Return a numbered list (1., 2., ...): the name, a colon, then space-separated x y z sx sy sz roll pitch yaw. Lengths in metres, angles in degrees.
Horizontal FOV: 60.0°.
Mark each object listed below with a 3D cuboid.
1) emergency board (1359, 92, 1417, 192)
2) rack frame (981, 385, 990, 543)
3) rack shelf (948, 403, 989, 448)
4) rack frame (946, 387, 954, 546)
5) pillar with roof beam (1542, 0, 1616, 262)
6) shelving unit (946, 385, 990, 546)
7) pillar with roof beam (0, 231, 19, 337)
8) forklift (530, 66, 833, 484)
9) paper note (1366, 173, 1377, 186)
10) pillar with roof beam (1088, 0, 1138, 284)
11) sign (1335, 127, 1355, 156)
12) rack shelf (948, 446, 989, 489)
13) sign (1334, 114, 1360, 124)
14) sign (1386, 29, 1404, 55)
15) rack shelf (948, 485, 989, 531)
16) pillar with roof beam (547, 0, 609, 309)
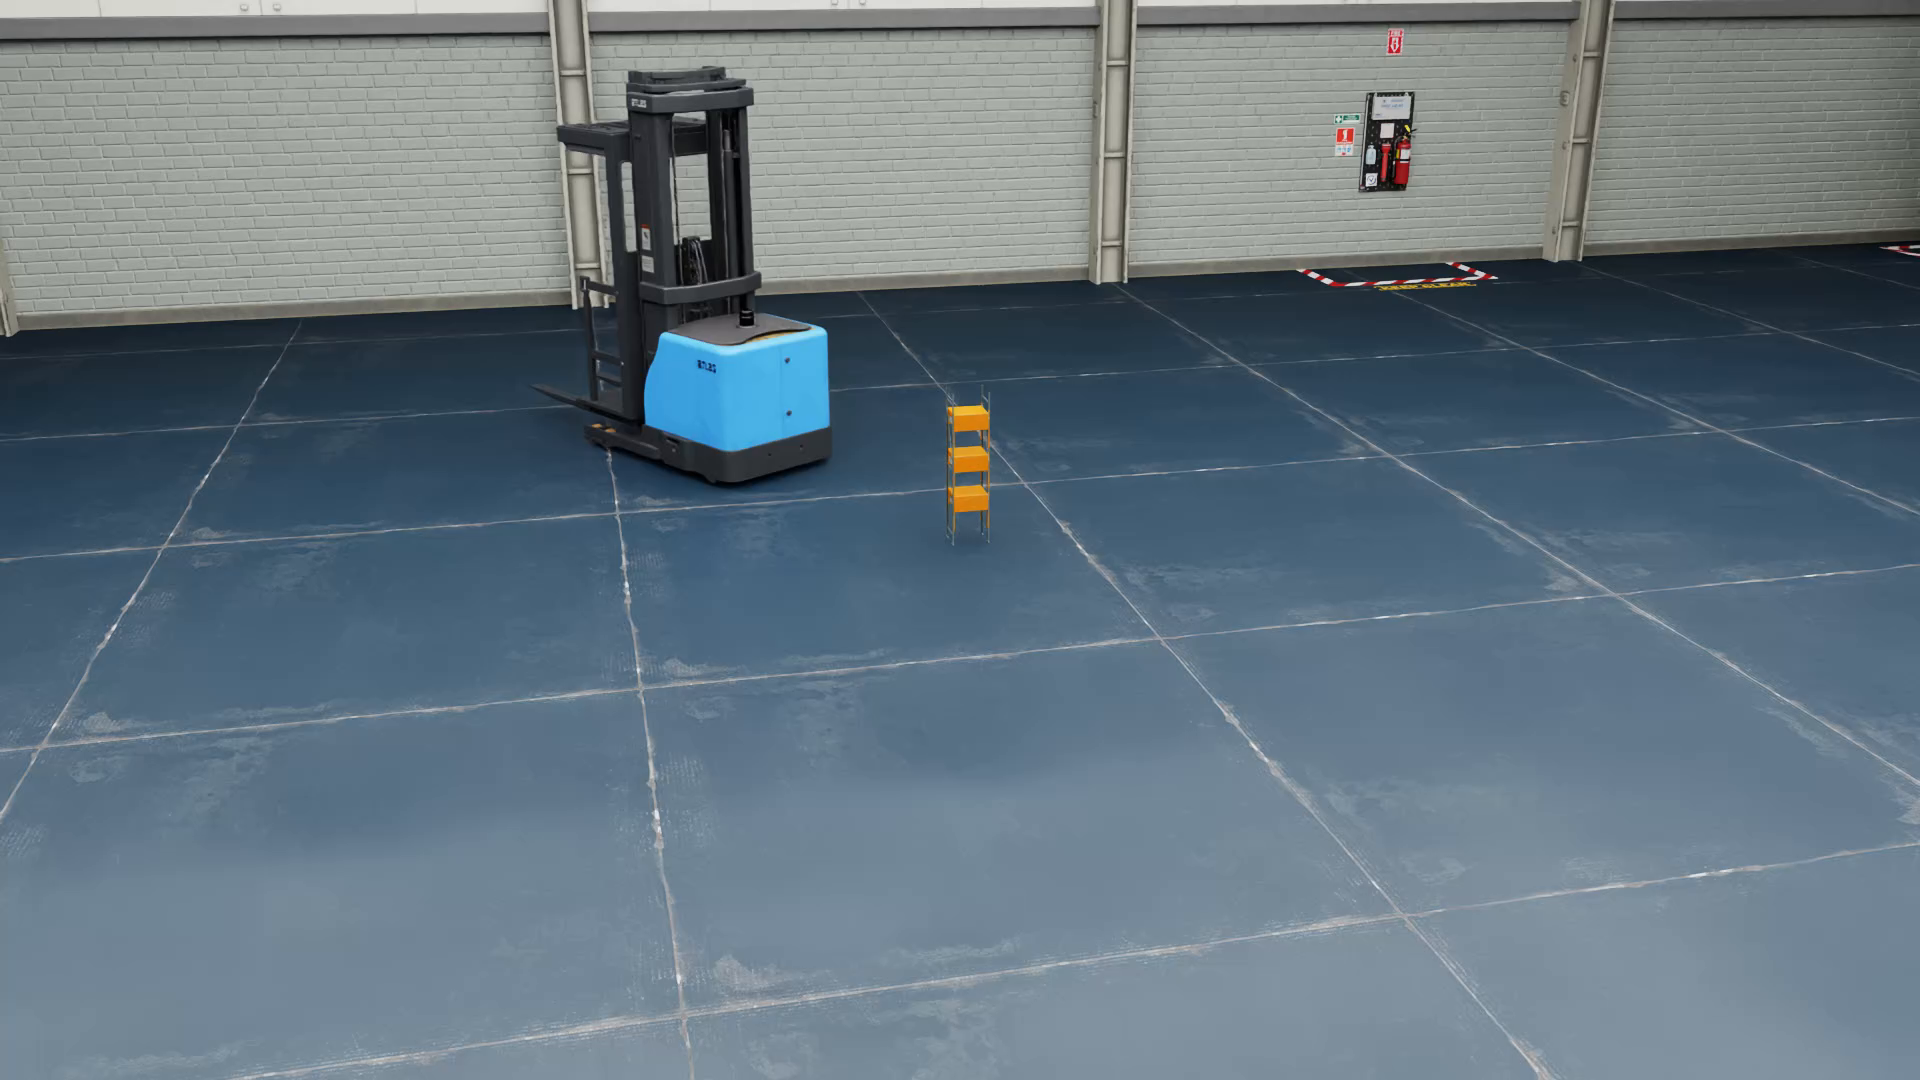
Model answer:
1. emergency board: 5.176 -4.769 19.974 0.643 1.169 0.194 -5 21 -12
2. rack frame: 0.171 -0.507 11.172 0.008 1.050 0.200 -5 21 -12
3. rack shelf: 0.052 -0.754 11.052 0.240 0.259 0.215 -5 21 -12
4. rack frame: -0.067 -0.488 11.119 0.008 1.050 0.200 -5 21 -12
5. pillar with roof beam: 8.580 -6.328 15.507 0.400 9.000 9.100 -5 21 -12
6. shelving unit: 0.052 -0.497 11.146 0.252 1.050 0.215 -5 21 -12
7. pillar with roof beam: -8.937 -4.903 11.618 0.400 9.000 9.100 -5 21 -12
8. forklift: -2.389 -2.211 13.089 3.031 2.935 1.130 19 27 41
9. paper note: 4.988 -4.365 20.150 0.142 0.148 0.016 -5 21 -12
10. pillar with roof beam: 2.741 -5.853 14.211 0.400 9.000 9.100 -5 21 -12
11. sign: 4.614 -4.777 19.942 0.234 0.329 0.001 -5 21 -12
12. rack shelf: 0.052 -0.487 11.149 0.240 0.259 0.215 -5 21 -12
13. sign: 4.621 -5.023 19.844 0.331 0.109 0.001 -5 21 -12
14. sign: 5.145 -5.891 19.664 0.199 0.298 0.001 -5 21 -12
15. rack shelf: 0.052 -0.226 11.245 0.240 0.259 0.215 -5 21 -12
16. pillar with roof beam: -3.098 -5.378 12.914 0.400 9.000 9.100 -5 21 -12
